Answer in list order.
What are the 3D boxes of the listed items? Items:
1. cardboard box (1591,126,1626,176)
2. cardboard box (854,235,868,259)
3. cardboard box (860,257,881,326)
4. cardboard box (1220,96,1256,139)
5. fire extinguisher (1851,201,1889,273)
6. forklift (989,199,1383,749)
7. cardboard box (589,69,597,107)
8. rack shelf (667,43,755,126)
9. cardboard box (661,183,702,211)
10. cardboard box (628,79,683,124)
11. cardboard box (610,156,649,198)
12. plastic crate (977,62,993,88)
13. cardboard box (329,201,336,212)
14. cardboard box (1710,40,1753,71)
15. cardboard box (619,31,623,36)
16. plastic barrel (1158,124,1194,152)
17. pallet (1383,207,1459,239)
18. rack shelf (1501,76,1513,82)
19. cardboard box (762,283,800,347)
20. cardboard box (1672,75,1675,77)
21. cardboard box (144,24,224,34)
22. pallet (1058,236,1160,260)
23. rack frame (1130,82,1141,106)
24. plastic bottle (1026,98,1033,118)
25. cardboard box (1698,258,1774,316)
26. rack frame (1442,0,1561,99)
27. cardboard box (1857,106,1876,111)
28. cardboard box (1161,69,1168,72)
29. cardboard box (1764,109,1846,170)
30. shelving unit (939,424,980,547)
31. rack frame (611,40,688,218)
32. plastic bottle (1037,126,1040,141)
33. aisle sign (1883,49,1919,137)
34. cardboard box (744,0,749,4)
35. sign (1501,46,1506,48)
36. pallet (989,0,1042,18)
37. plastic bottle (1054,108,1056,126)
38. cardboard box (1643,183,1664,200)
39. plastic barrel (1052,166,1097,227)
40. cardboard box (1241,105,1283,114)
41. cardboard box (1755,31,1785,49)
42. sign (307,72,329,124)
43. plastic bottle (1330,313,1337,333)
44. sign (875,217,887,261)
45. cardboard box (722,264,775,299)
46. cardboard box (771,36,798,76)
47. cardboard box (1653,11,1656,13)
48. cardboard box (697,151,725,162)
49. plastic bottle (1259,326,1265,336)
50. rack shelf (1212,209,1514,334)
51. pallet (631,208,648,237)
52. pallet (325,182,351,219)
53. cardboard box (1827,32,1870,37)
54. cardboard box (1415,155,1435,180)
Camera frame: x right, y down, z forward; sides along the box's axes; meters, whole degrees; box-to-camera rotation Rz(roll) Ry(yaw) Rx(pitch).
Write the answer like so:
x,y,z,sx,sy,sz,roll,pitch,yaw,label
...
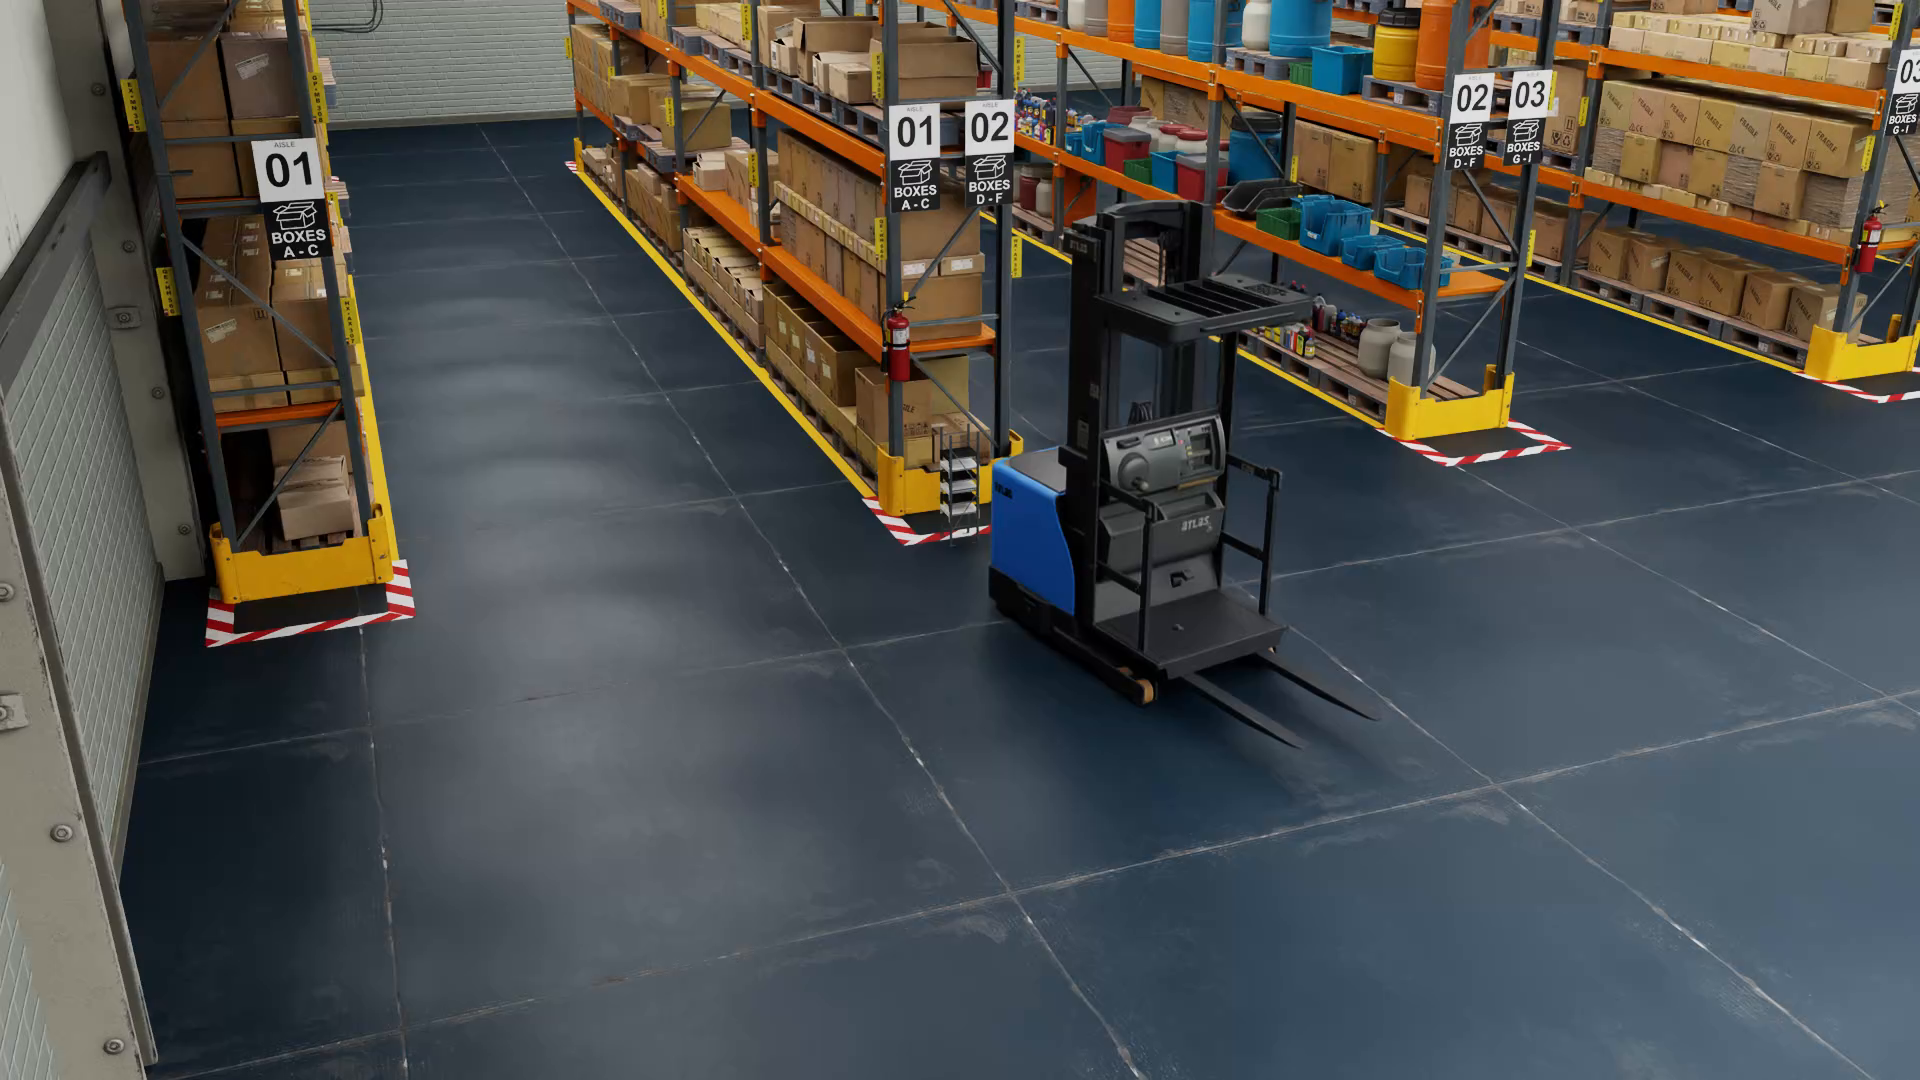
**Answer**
x,y,z,sx,sy,sz,roll,pitch,yaw,label
7.873,-4.539,19.268,0.875,0.500,0.500,-8,24,-19,cardboard box
-0.668,-2.453,13.869,0.380,0.149,0.250,-8,24,-18,cardboard box
-0.427,-2.124,13.922,0.700,0.500,0.500,-8,24,-18,cardboard box
4.787,-6.900,27.576,0.875,0.875,0.875,-8,24,-19,cardboard box
8.794,-2.934,16.071,0.296,0.674,0.183,-8,24,-19,fire extinguisher
1.412,-0.524,10.344,1.130,2.935,3.031,-14,26,-29,forklift
-5.289,-6.827,25.081,0.500,0.500,0.500,-8,24,-18,cardboard box
-2.204,-4.947,17.813,1.077,0.370,4.000,-8,24,-19,rack shelf
-3.484,-4.347,21.012,0.500,0.250,0.500,-7,24,-17,cardboard box
-4.063,-5.872,22.274,0.700,0.500,0.500,-5,23,-11,cardboard box
-4.790,-5.295,24.227,0.500,0.500,0.500,-8,24,-19,cardboard box
0.231,-7.171,25.865,0.402,0.464,0.583,-8,24,-19,plastic crate
-5.674,-2.645,14.489,0.500,0.500,0.500,-8,24,-19,cardboard box
8.242,-5.078,17.391,0.500,0.250,0.500,-9,24,-20,cardboard box
-4.955,-7.542,25.488,0.500,0.500,0.500,-8,24,-18,cardboard box
2.593,-4.712,20.016,0.433,0.535,0.433,0,23,0,plastic barrel
6.633,-4.412,23.069,1.003,0.211,1.213,-8,24,-19,pallet
10.328,-7.020,26.593,1.077,0.370,4.000,-8,24,-19,rack shelf
-1.626,-2.230,16.337,0.500,0.500,0.500,-8,24,-19,cardboard box
10.954,-7.141,25.354,0.380,0.149,0.250,-7,24,-16,cardboard box
-5.317,-3.251,11.421,0.500,0.500,0.500,-7,24,-16,cardboard box
1.962,-3.730,21.451,1.003,0.211,1.213,-8,24,-19,pallet
3.533,-8.888,30.098,1.000,3.000,0.127,-8,24,-19,rack frame
0.998,-6.208,23.906,0.097,0.271,0.097,0,23,0,plastic bottle
8.533,-2.788,18.303,0.500,0.500,0.500,-6,24,-14,cardboard box
4.551,-5.159,13.528,1.000,3.000,0.127,-8,24,-19,rack frame
12.013,-5.370,21.624,0.500,0.500,0.500,-8,24,-19,cardboard box
3.714,-8.225,28.849,0.380,0.149,0.250,-9,24,-20,cardboard box
8.577,-4.065,16.857,0.500,0.500,0.500,-8,24,-19,cardboard box
-0.003,-0.418,12.706,0.258,0.900,0.210,-8,24,-19,shelving unit
-4.323,-6.076,23.429,1.000,3.000,0.127,-8,24,-19,rack frame
1.078,-5.427,22.142,0.097,0.201,0.097,0,23,0,plastic bottle
8.926,-4.208,15.649,0.394,0.787,0.004,-8,24,-19,aisle sign
-1.901,-5.455,16.779,0.500,0.500,0.500,-6,24,-14,cardboard box
9.117,-8.400,27.826,0.100,0.325,0.005,-8,24,-19,sign
1.084,-7.367,22.871,1.003,0.211,1.213,-8,24,-19,pallet
1.385,-5.950,23.287,0.152,0.276,0.135,-8,24,-19,plastic bottle
7.904,-3.927,18.651,0.380,0.149,0.250,-8,24,-19,cardboard box
1.536,-4.670,22.346,0.600,0.830,0.708,-8,24,-19,plastic barrel
5.190,-6.419,26.436,1.225,0.875,0.875,-8,24,-19,cardboard box
8.342,-5.103,16.936,0.380,0.149,0.250,-10,25,-22,cardboard box
-4.210,-2.895,10.892,0.100,0.325,0.005,-8,24,-19,sign
3.938,-2.281,17.460,0.097,0.201,0.097,0,23,0,plastic bottle
-0.597,-2.290,12.648,0.100,0.325,0.005,-8,24,-19,sign
-2.272,-2.832,18.009,0.500,0.311,0.500,-8,24,-19,cardboard box
-1.375,-4.353,14.872,0.500,0.311,0.500,-10,25,-22,cardboard box
13.262,-9.987,31.290,0.500,0.500,0.500,-8,24,-19,cardboard box
-2.823,-4.444,19.670,0.500,0.311,0.500,-7,24,-16,cardboard box
3.180,-2.236,17.354,0.097,0.201,0.097,0,23,0,plastic bottle
3.845,-2.790,16.557,1.077,0.370,4.000,-8,24,-19,rack shelf
-4.001,-4.501,23.281,1.003,0.211,1.213,-8,24,-19,pallet
-7.192,-3.609,17.822,1.213,0.211,1.003,-8,24,-19,pallet
8.987,-5.083,16.888,0.380,0.149,0.250,-8,24,-19,cardboard box
6.623,-5.138,22.888,0.500,0.250,0.500,-7,24,-17,cardboard box
